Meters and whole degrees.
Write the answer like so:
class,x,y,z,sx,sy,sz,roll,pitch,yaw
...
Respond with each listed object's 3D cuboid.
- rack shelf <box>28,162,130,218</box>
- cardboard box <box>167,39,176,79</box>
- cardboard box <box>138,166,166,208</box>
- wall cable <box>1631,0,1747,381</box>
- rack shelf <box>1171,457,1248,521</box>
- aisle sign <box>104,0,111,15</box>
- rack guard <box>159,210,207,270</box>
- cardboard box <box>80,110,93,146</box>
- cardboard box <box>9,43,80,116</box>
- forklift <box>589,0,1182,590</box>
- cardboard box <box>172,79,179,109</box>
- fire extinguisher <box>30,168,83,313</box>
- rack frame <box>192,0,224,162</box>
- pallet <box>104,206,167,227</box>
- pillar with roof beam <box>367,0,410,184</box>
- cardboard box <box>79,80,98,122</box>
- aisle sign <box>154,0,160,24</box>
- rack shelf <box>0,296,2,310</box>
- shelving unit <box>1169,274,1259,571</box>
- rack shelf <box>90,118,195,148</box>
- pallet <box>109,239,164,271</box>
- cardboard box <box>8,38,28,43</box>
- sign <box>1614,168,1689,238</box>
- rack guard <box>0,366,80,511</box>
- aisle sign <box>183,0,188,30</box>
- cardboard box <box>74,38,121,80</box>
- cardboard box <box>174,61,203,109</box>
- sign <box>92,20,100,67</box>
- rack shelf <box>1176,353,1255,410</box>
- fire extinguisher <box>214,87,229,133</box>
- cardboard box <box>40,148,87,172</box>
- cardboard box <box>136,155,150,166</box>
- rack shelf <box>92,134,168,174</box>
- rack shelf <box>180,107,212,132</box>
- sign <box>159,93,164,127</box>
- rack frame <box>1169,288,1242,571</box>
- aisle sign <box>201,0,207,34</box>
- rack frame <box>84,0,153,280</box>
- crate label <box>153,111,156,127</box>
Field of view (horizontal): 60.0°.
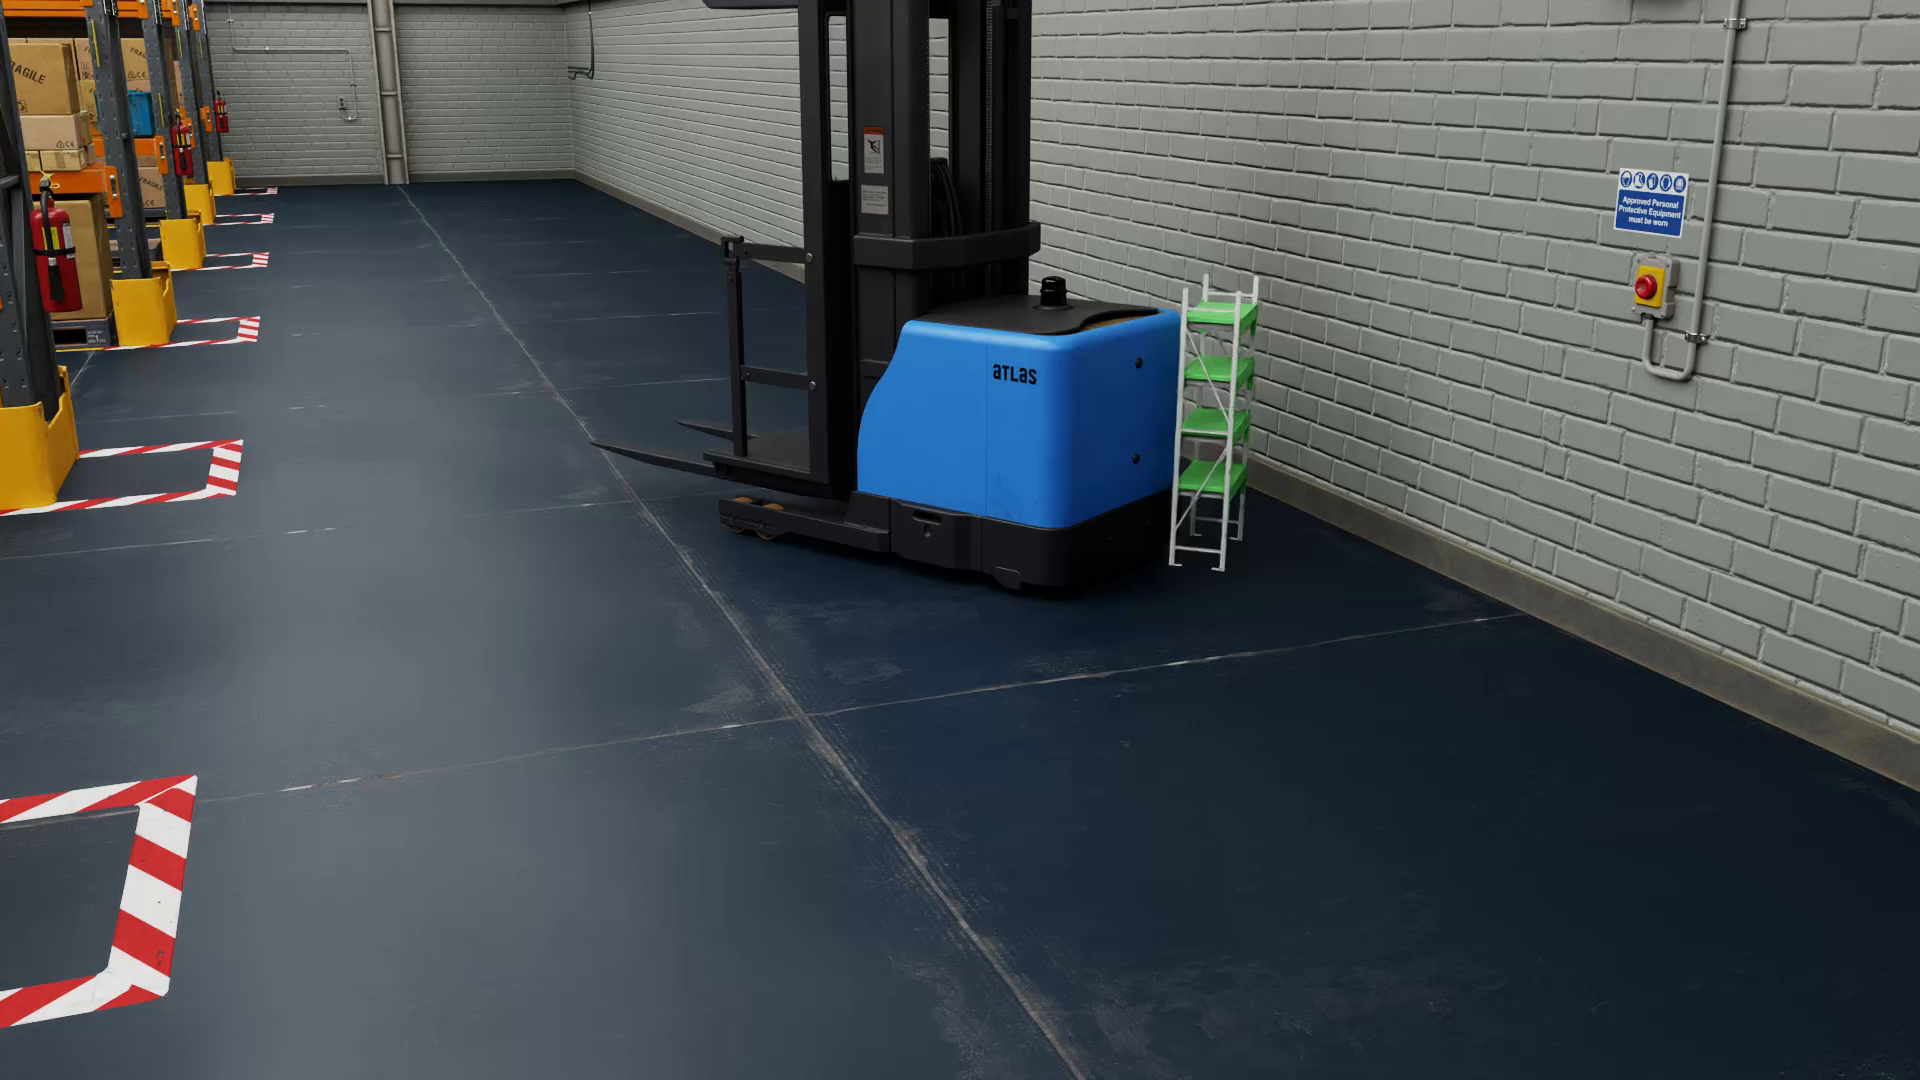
class,x,y,z,sx,sy,sz,roll,pitch,yaw
rack shelf,-8.297,-2.518,12.127,4.000,0.370,1.077,-6,17,-20
cardboard box,-10.479,-6.224,21.518,0.500,0.500,0.500,-6,17,-18
cardboard box,-10.390,-4.564,21.472,0.500,0.500,0.500,-6,17,-20
wall cable,2.374,-1.535,5.642,0.123,1.953,0.585,-6,17,-20
rack shelf,1.101,-0.228,7.316,0.258,0.148,0.480,6,17,17
aisle sign,-6.255,-4.241,12.102,0.004,0.787,0.394,-6,17,-20
rack guard,-8.184,-3.175,17.522,0.348,0.500,1.175,-6,17,-20
cardboard box,-6.974,-3.158,12.768,0.500,0.250,0.500,-7,18,-22
cardboard box,-6.790,-3.377,12.183,0.500,0.500,0.500,-6,17,-19
forklift,-0.495,-1.512,7.547,3.031,2.935,1.130,12,20,35
cardboard box,-10.479,-5.744,21.659,0.500,0.500,0.500,-6,17,-19
fire extinguisher,-4.348,-1.438,7.970,0.183,0.674,0.296,-6,17,-20
rack frame,-11.746,-6.975,26.026,0.127,3.000,1.000,-6,17,-20
pallet,-10.785,-4.245,21.681,1.213,0.211,1.003,-6,17,-20
pillar with roof beam,-7.994,-9.220,23.025,0.400,9.000,9.100,-6,17,-20
cardboard box,-10.774,-5.550,20.996,0.500,0.500,0.500,-6,17,-20
aisle sign,-8.029,-5.546,16.545,0.004,0.787,0.394,-6,17,-20
rack shelf,-6.616,-1.203,7.648,4.000,0.370,1.077,-6,17,-20
shelving unit,1.105,-0.519,7.229,0.258,1.200,0.503,6,17,17
rack shelf,-11.838,-5.125,21.004,4.000,0.370,1.077,-6,17,-20
pallet,-8.985,-2.957,17.294,1.213,0.211,1.003,-6,17,-20
cardboard box,-11.721,-5.926,20.502,0.500,0.500,0.500,-6,17,-18
sign,2.414,-1.181,5.816,0.001,0.218,0.327,-6,17,-20
rack guard,-4.820,-0.543,8.559,0.348,0.500,1.175,-6,17,-20
aisle sign,-9.797,-6.845,20.971,0.004,0.787,0.394,-6,17,-20
cardboard box,-10.759,-6.031,20.860,0.500,0.500,0.500,-6,17,-19
cardboard box,-12.219,-7.065,25.799,0.700,0.700,0.980,-5,17,-18
sign,-6.248,-3.590,12.024,0.005,0.325,0.100,-6,17,-20
rack shelf,1.108,-0.688,7.179,0.258,0.148,0.480,6,17,17
fire extinguisher,-11.440,-6.653,25.728,0.183,0.674,0.296,-6,17,-20
cardboard box,-6.644,-2.822,12.330,0.250,0.149,0.380,-6,17,-19
cardboard box,-12.832,-5.830,25.817,0.500,0.500,0.700,-6,17,-20
rack shelf,-10.069,-3.821,16.564,4.000,0.370,1.077,-6,17,-20
rack shelf,-13.614,-6.428,25.441,4.000,0.370,1.077,-6,17,-20
sign,-7.989,-4.303,16.639,0.005,0.325,0.100,-6,17,-20
rack frame,1.030,-0.454,7.007,0.240,1.200,0.015,6,17,17
aisle sign,-11.572,-8.150,25.415,0.004,0.787,0.394,-6,17,-20
rack frame,-6.429,-3.065,12.712,0.127,3.000,1.000,-6,17,-20
crate label,-8.550,-4.378,17.375,0.303,0.233,0.416,-6,17,-20
